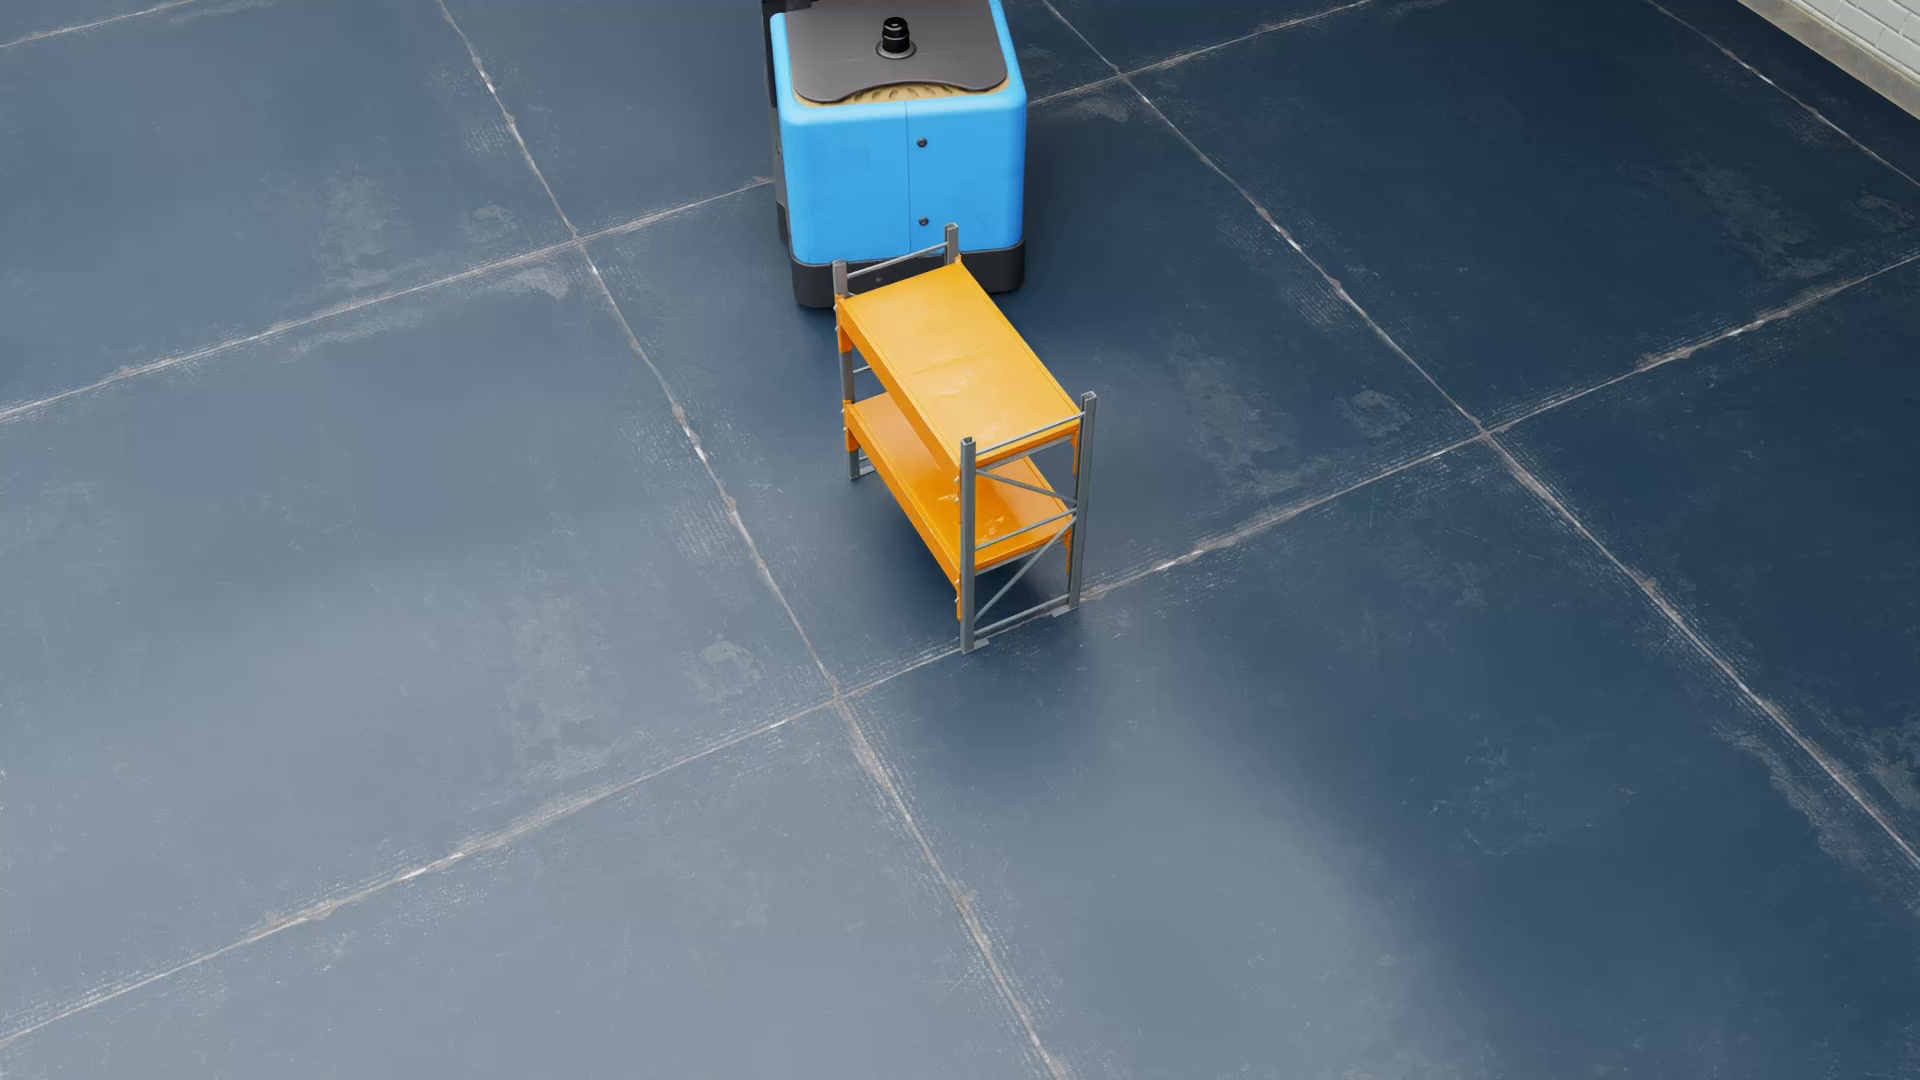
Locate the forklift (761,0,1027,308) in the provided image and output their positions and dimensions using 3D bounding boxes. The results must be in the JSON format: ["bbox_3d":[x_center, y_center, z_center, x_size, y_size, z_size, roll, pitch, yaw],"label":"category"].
[{"bbox_3d":[-0.417,-3.129,7.432,1.130,2.935,3.031,-6,49,-5],"label":"forklift"}]

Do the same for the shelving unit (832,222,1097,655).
[{"bbox_3d":[-0.003,-0.375,6.223,0.538,1.125,1.048,-21,52,-18],"label":"shelving unit"}]

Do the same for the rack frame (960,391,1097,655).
[{"bbox_3d":[0.230,-0.035,5.926,0.500,1.125,0.032,-21,52,-18],"label":"rack frame"}]

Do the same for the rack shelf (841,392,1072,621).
[{"bbox_3d":[-0.003,-0.214,6.407,0.538,0.278,1.000,-21,52,-18],"label":"rack shelf"}]

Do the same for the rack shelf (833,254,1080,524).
[{"bbox_3d":[-0.003,-0.568,6.003,0.538,0.278,1.000,-21,52,-18],"label":"rack shelf"}]

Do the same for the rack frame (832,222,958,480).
[{"bbox_3d":[-0.236,-0.715,6.521,0.500,1.125,0.032,-21,52,-18],"label":"rack frame"}]
